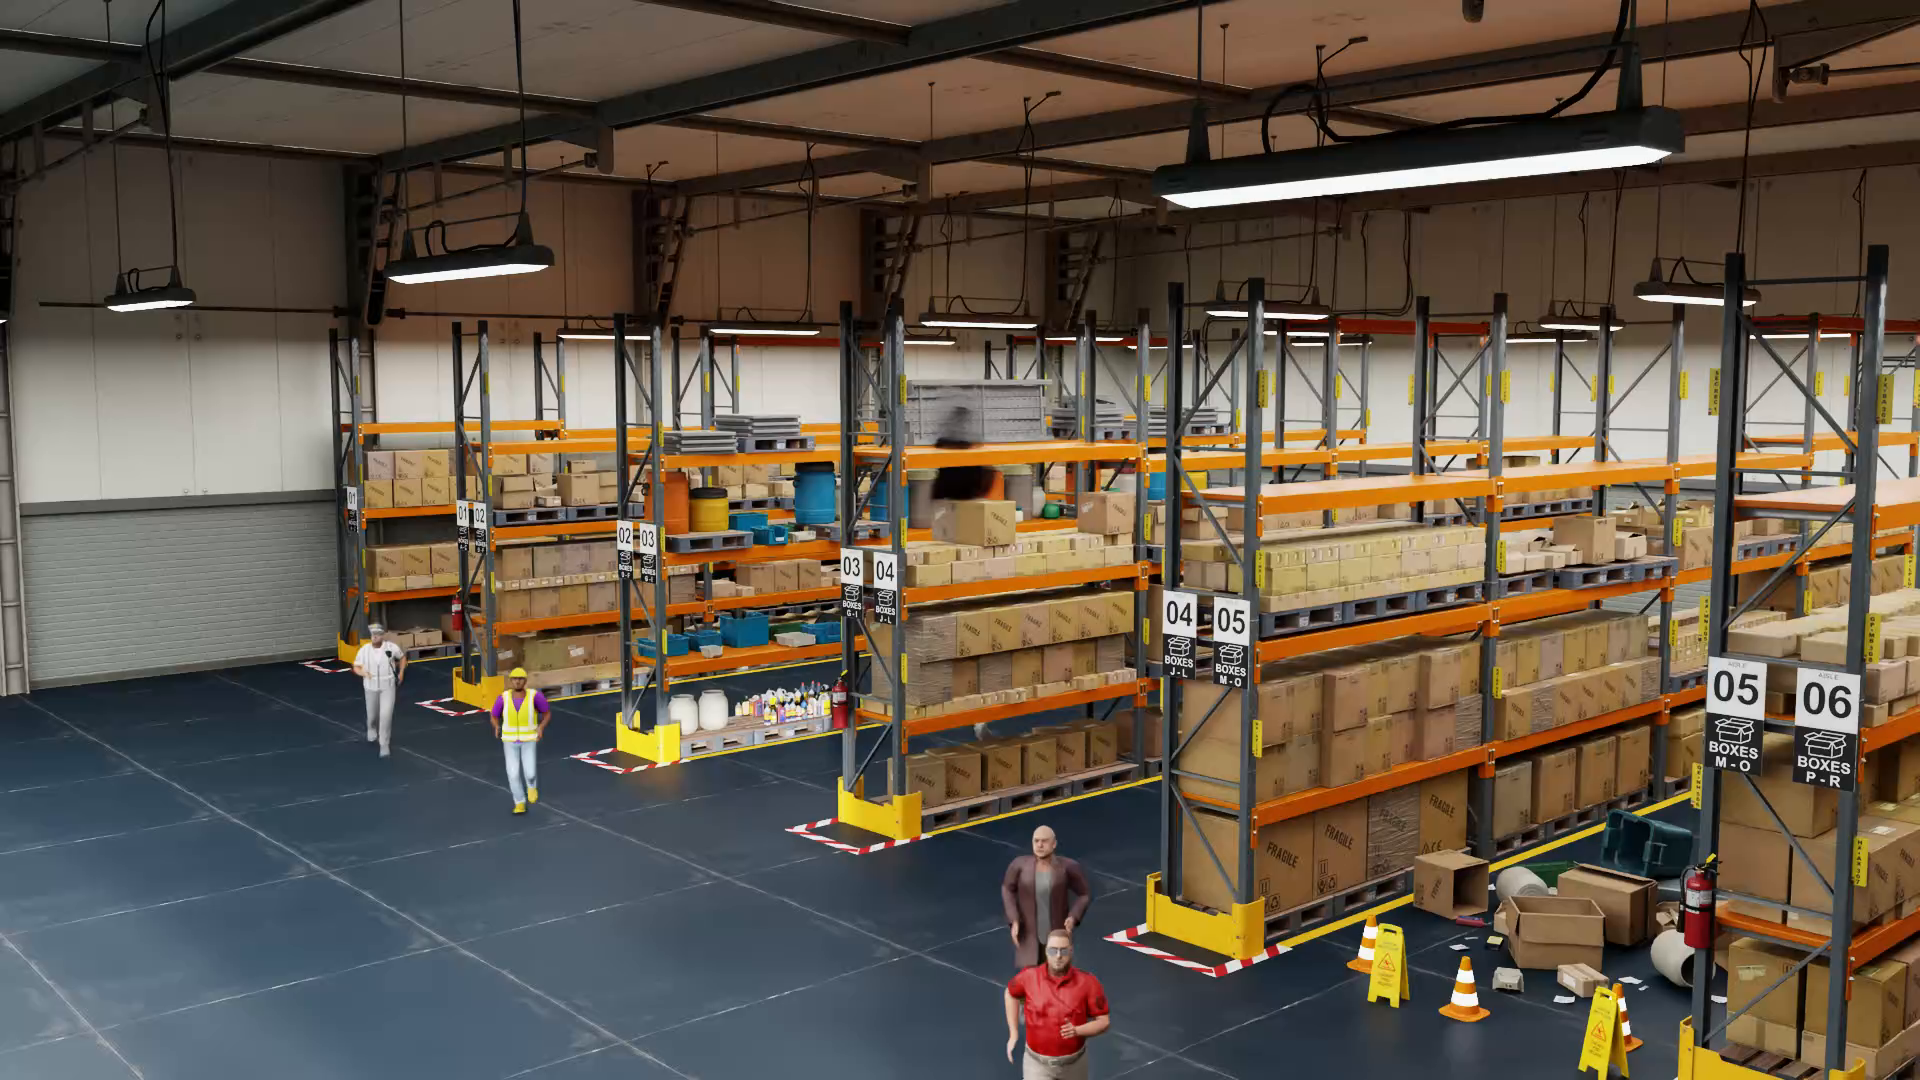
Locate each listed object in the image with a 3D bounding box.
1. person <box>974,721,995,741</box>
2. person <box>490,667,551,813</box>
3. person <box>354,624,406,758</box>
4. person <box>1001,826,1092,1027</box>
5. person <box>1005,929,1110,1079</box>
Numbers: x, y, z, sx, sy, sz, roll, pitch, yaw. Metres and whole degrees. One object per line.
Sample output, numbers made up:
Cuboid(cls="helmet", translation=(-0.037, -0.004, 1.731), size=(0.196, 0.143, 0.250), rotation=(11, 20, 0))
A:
Cuboid(cls="person", translation=(0.308, 2.168, 22.000), size=(0.553, 1.628, 0.558), rotation=(5, 8, 43))
Cuboid(cls="person", translation=(-5.209, 2.365, 19.687), size=(0.695, 1.717, 0.601), rotation=(-1, 6, -8))
Cuboid(cls="person", translation=(-7.986, 2.027, 22.914), size=(0.672, 1.796, 0.969), rotation=(-2, 6, -15))
Cuboid(cls="person", translation=(0.659, 3.077, 12.784), size=(0.704, 1.686, 0.685), rotation=(1, 6, 6))
Cuboid(cls="person", translation=(0.600, 3.283, 10.309), size=(0.646, 1.765, 0.891), rotation=(0, 6, 1))
